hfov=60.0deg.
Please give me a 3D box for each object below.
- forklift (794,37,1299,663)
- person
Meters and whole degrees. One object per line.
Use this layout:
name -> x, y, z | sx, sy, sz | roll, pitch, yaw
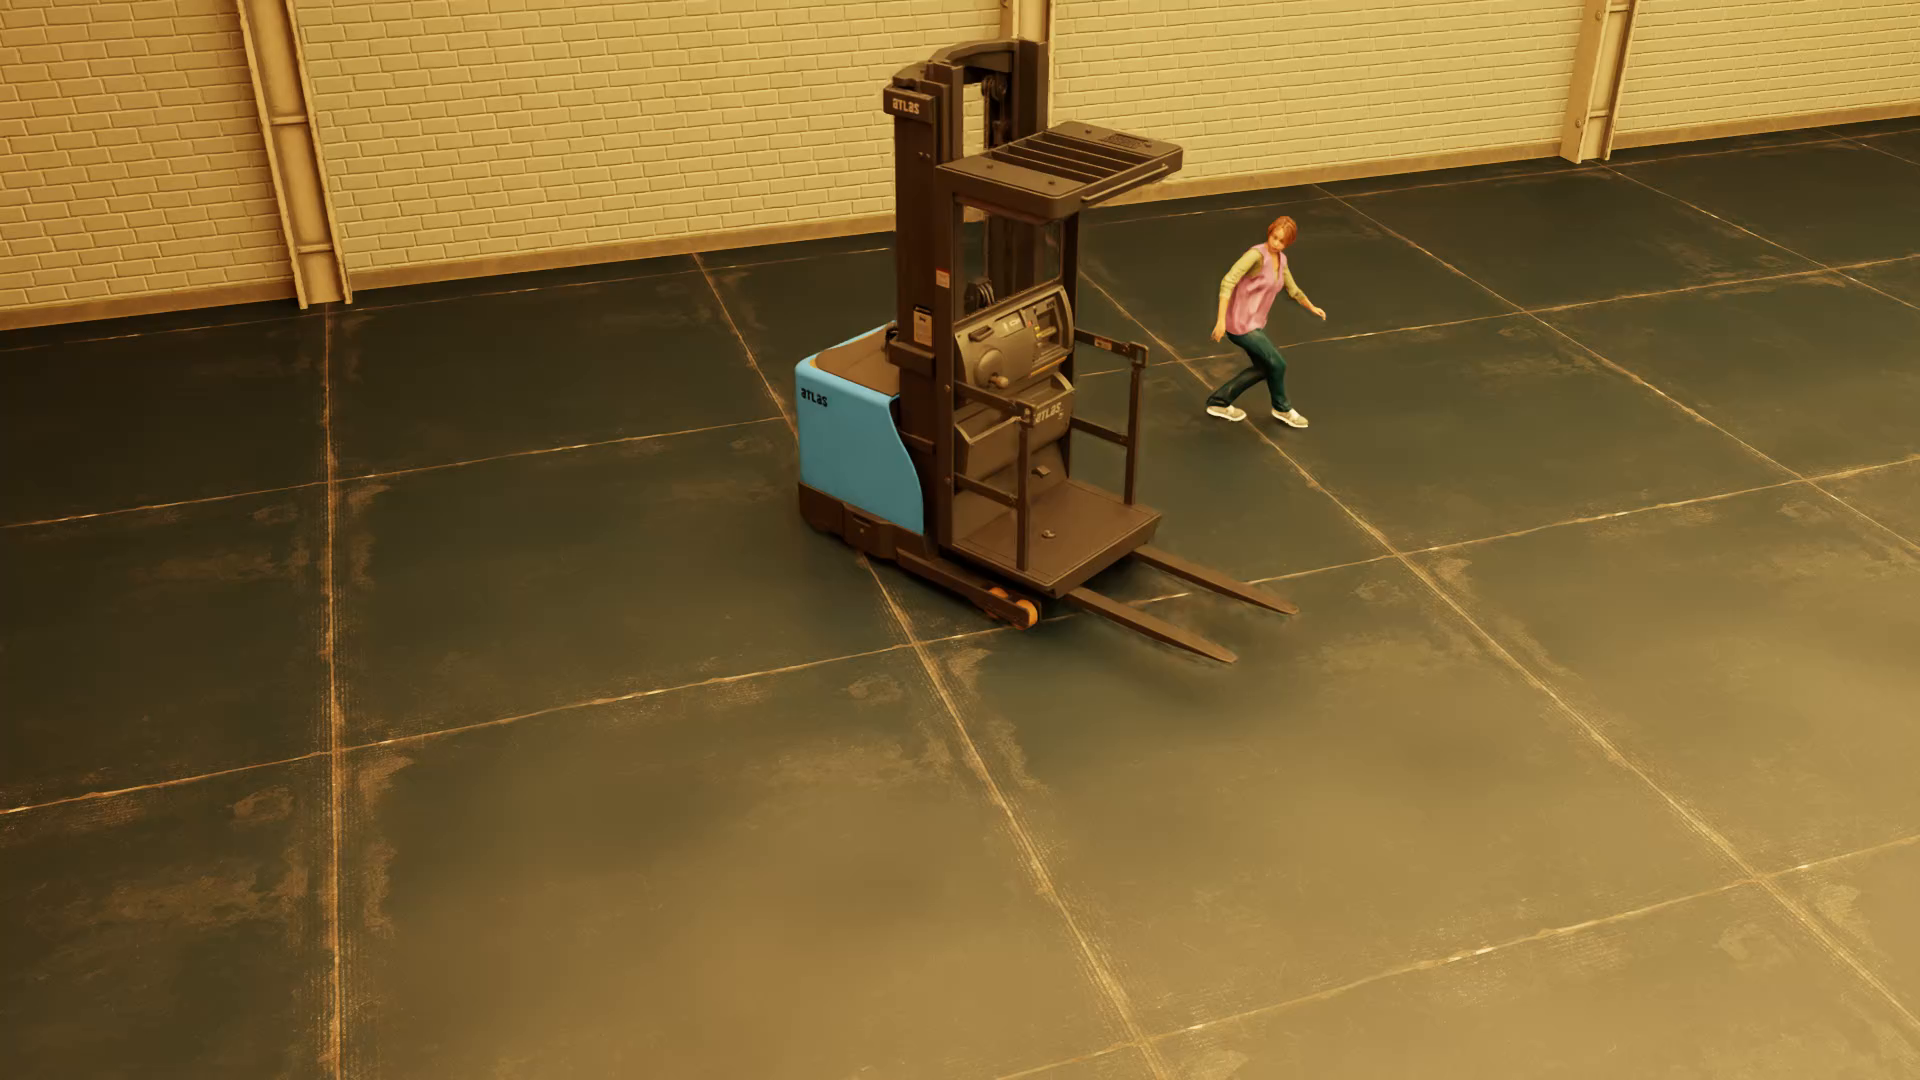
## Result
forklift -> 0.461, -1.071, 8.949 | 3.031, 2.935, 1.130 | 23, 37, 35
person -> 2.025, -1.391, 10.995 | 0.743, 1.469, 0.656 | 13, 32, 21
